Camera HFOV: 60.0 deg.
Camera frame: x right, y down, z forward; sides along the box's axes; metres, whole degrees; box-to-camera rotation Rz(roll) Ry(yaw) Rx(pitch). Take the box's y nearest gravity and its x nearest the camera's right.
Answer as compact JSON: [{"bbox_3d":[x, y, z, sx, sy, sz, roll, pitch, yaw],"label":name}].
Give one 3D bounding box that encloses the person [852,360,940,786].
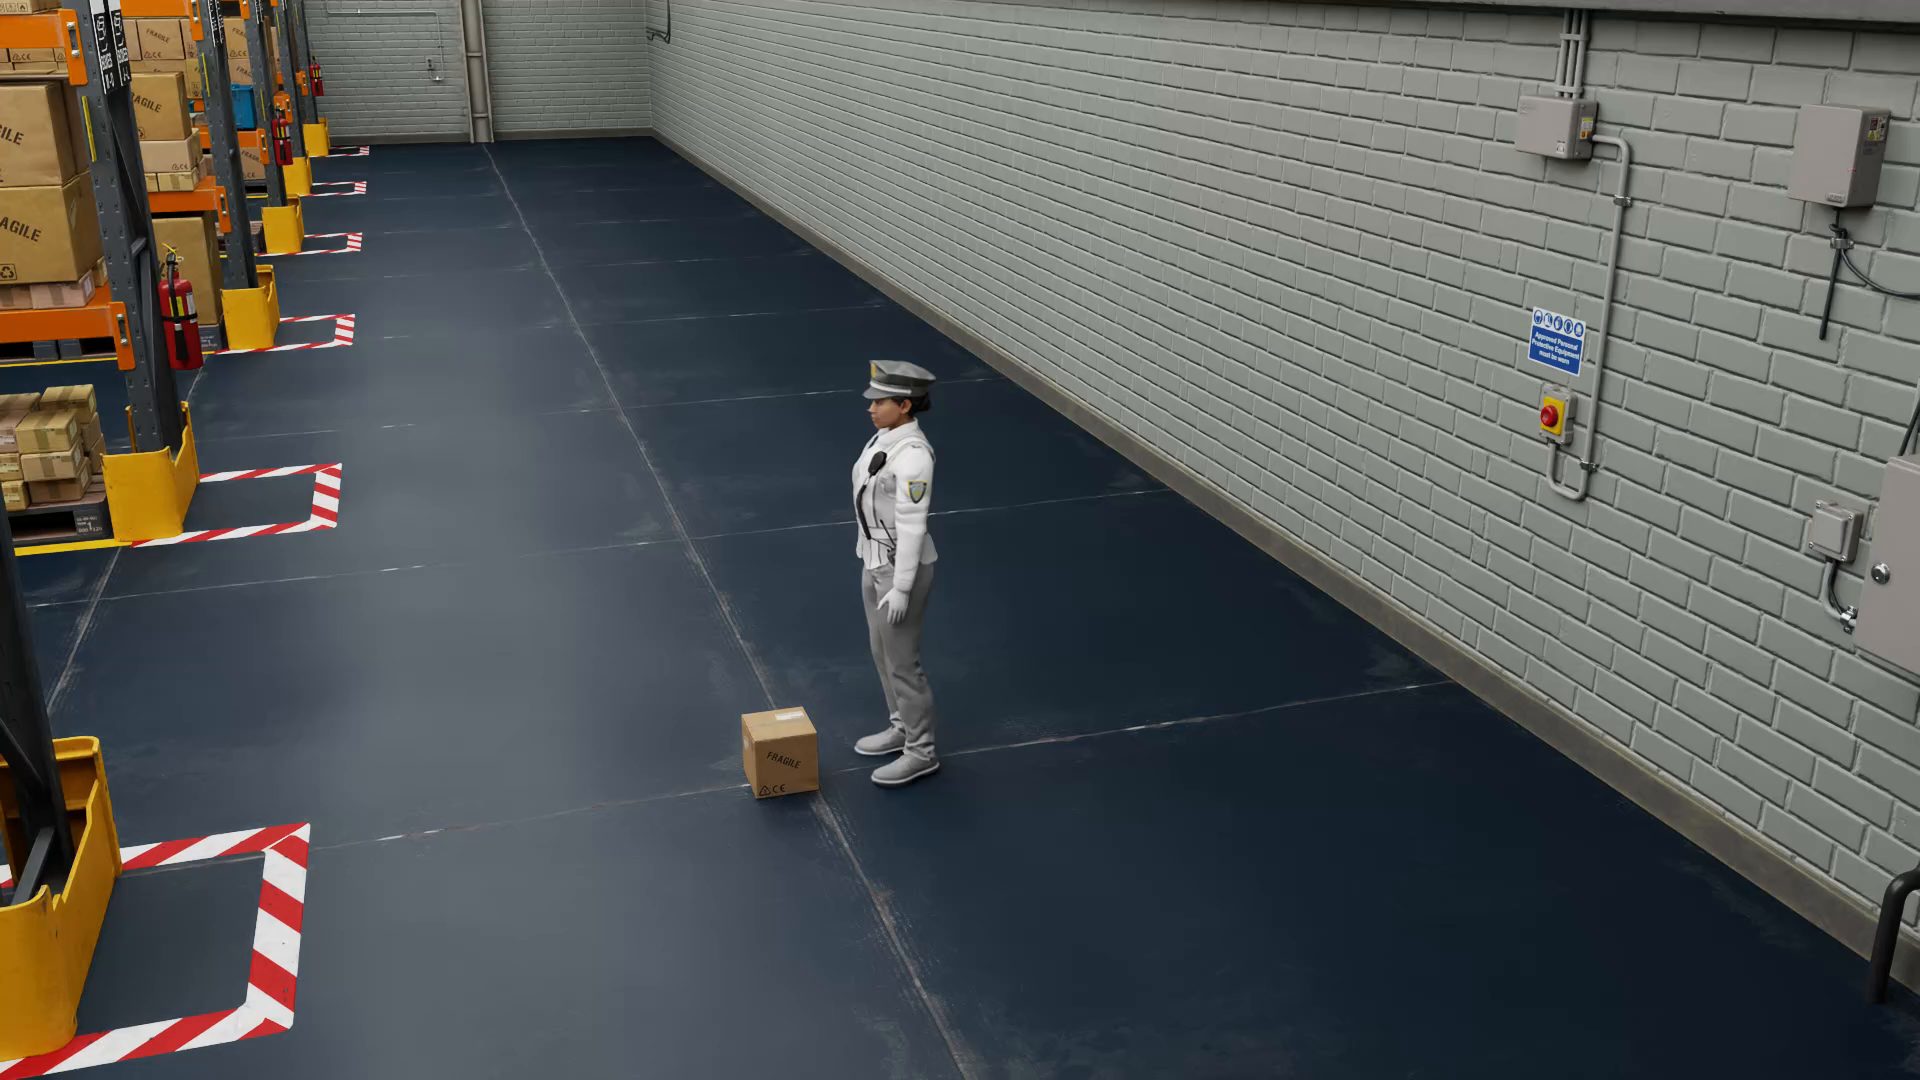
[{"bbox_3d":[-0.257,0.123,6.433,0.334,1.678,0.470,-6,20,-16],"label":"person"}]
